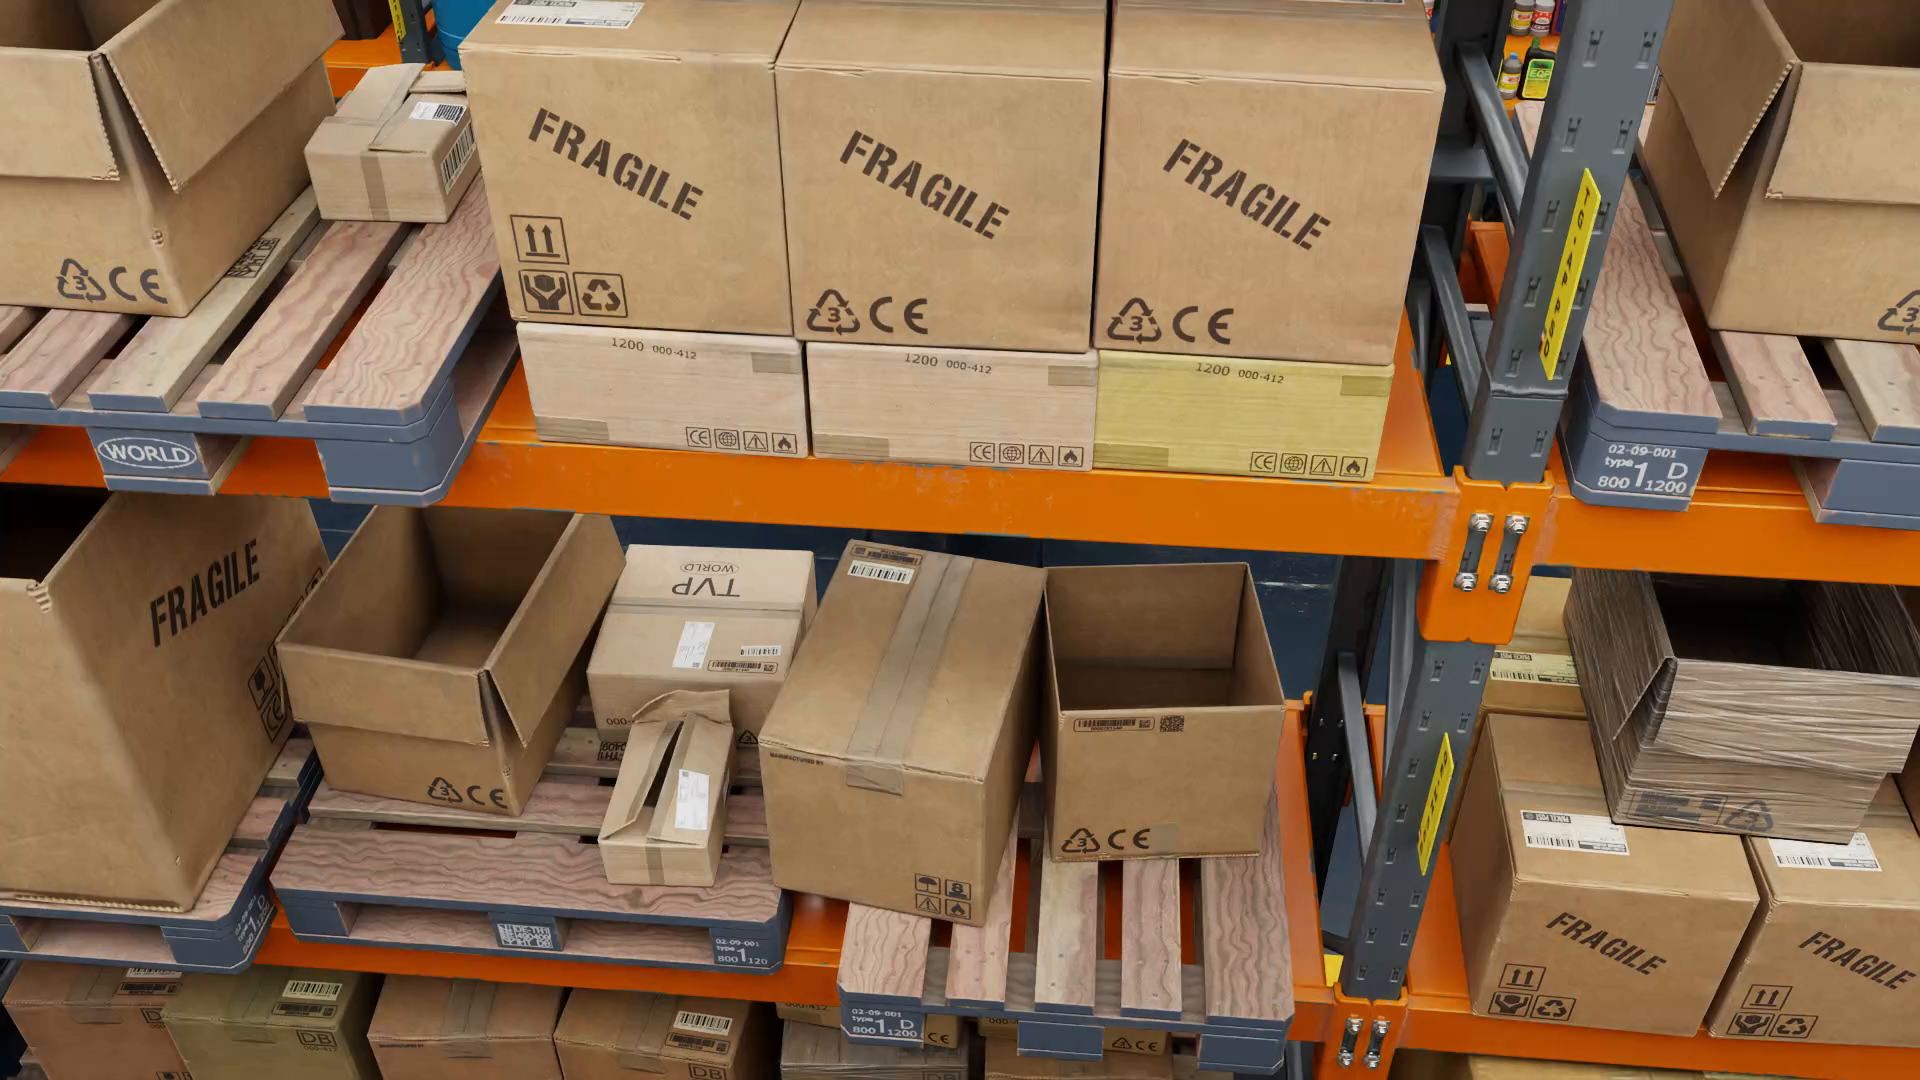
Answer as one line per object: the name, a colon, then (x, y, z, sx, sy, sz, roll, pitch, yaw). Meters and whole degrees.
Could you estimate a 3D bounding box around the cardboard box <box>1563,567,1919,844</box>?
cardboard box: (1.723, 0.234, 3.713, 0.637, 0.503, 0.797, 4, 39, 5)

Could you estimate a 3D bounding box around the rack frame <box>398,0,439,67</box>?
rack frame: (-2.561, -2.721, 8.217, 0.127, 3.000, 1.000, 3, 39, 4)

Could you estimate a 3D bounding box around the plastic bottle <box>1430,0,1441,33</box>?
plastic bottle: (2.401, -2.659, 8.242, 0.097, 0.271, 0.097, 0, 39, 0)

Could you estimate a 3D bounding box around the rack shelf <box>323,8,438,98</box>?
rack shelf: (-4.554, -2.551, 8.578, 4.000, 0.370, 1.077, 3, 39, 4)

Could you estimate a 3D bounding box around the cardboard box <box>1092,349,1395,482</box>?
cardboard box: (0.502, -0.365, 3.065, 0.500, 0.250, 0.500, 3, 39, 4)

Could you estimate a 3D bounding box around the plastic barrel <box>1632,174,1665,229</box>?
plastic barrel: (3.608, -1.650, 8.538, 0.421, 0.512, 0.421, 0, 39, 0)

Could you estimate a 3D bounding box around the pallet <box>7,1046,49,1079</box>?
pallet: (-2.213, 1.517, 5.220, 1.213, 0.211, 1.003, 3, 39, 4)

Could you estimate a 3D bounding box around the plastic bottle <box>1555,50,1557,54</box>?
plastic bottle: (2.764, -2.158, 7.627, 0.097, 0.271, 0.097, 0, 39, 0)

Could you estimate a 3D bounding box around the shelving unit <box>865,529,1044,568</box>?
shelving unit: (-0.007, -0.582, 6.777, 0.755, 1.500, 0.431, 3, 39, 4)

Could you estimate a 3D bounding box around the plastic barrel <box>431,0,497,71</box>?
plastic barrel: (-2.203, -2.704, 7.799, 0.708, 0.901, 0.600, 3, 39, 4)

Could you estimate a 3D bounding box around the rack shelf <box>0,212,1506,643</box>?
rack shelf: (-0.996, -0.382, 3.537, 4.000, 0.370, 1.077, 3, 39, 4)

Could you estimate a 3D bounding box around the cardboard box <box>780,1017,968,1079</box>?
cardboard box: (-0.227, 1.364, 4.829, 0.500, 0.500, 0.700, 0, 39, 0)

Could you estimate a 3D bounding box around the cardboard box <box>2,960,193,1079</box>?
cardboard box: (-2.379, 1.239, 4.983, 0.500, 0.500, 0.700, 0, 39, 0)

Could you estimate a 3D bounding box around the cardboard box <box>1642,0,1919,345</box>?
cardboard box: (1.610, -0.767, 3.025, 0.637, 0.503, 0.797, 5, 39, 6)

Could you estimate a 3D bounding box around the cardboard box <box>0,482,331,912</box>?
cardboard box: (-2.209, 0.129, 3.907, 1.000, 1.000, 1.000, 3, 39, 4)

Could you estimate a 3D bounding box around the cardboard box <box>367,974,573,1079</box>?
cardboard box: (-1.348, 1.308, 4.899, 0.500, 0.500, 0.700, 0, 39, 0)

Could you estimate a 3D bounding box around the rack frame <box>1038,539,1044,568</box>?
rack frame: (0.358, -0.562, 6.752, 0.023, 1.500, 0.400, 3, 39, 4)

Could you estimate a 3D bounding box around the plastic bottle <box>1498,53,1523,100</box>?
plastic bottle: (2.534, -2.144, 7.665, 0.097, 0.201, 0.097, 0, 39, 0)

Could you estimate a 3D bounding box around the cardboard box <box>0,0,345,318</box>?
cardboard box: (-1.590, -0.834, 3.108, 0.637, 0.503, 0.797, 5, 39, 6)

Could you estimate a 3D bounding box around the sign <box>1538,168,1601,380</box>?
sign: (0.947, -0.411, 2.593, 0.005, 0.325, 0.100, 3, 39, 4)

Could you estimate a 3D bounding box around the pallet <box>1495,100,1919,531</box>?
pallet: (1.642, -0.477, 3.233, 1.003, 0.211, 1.213, 5, 39, 6)

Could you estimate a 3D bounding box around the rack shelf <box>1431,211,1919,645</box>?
rack shelf: (2.989, -0.164, 3.269, 4.000, 0.370, 1.077, 3, 39, 4)

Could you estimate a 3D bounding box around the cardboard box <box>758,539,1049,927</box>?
cardboard box: (-0.110, 0.438, 3.924, 0.500, 0.500, 0.700, 9, 40, 10)

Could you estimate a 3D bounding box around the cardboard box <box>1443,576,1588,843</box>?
cardboard box: (1.509, 0.444, 4.249, 0.500, 0.500, 0.500, 4, 39, 5)

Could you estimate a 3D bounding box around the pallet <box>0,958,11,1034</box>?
pallet: (-3.661, 1.461, 5.288, 1.213, 0.211, 1.003, 3, 39, 4)

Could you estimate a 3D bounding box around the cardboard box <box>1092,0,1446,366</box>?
cardboard box: (0.499, -0.653, 2.825, 0.500, 0.500, 0.500, 4, 39, 5)

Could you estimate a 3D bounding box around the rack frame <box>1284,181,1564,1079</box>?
rack frame: (0.996, 0.612, 4.123, 0.127, 3.000, 1.000, 3, 39, 4)

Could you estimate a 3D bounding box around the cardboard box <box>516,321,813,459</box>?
cardboard box: (-0.494, -0.413, 3.124, 0.500, 0.250, 0.500, 4, 39, 5)

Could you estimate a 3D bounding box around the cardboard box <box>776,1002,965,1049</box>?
cardboard box: (-0.203, 1.079, 4.585, 0.500, 0.250, 0.500, 7, 40, 9)

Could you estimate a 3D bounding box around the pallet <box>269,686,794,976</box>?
pallet: (-0.979, 0.604, 4.284, 1.213, 0.211, 1.003, 3, 39, 4)

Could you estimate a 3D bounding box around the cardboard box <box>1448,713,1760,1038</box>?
cardboard box: (1.457, 0.770, 3.848, 0.500, 0.500, 0.500, 4, 39, 5)

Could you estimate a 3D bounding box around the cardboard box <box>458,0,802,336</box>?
cardboard box: (-0.504, -0.711, 2.896, 0.500, 0.500, 0.500, 4, 39, 5)

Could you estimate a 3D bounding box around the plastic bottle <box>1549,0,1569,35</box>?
plastic bottle: (3.002, -2.642, 8.212, 0.133, 0.283, 0.061, 3, 39, 4)

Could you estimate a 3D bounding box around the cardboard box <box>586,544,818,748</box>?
cardboard box: (-0.654, 0.271, 4.327, 0.500, 0.250, 0.500, 2, 39, 3)

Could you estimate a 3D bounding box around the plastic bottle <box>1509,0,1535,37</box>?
plastic bottle: (2.789, -2.611, 8.238, 0.097, 0.201, 0.097, 0, 39, 0)

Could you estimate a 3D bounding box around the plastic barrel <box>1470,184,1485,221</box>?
plastic barrel: (2.483, -1.711, 8.614, 0.421, 0.512, 0.421, 0, 39, 0)

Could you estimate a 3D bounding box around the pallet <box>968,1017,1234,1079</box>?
pallet: (0.218, 1.650, 5.056, 1.213, 0.211, 1.003, 3, 39, 4)

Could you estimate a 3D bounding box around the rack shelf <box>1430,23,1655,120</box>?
rack shelf: (3.416, -2.116, 8.043, 4.000, 0.370, 1.077, 3, 39, 4)
